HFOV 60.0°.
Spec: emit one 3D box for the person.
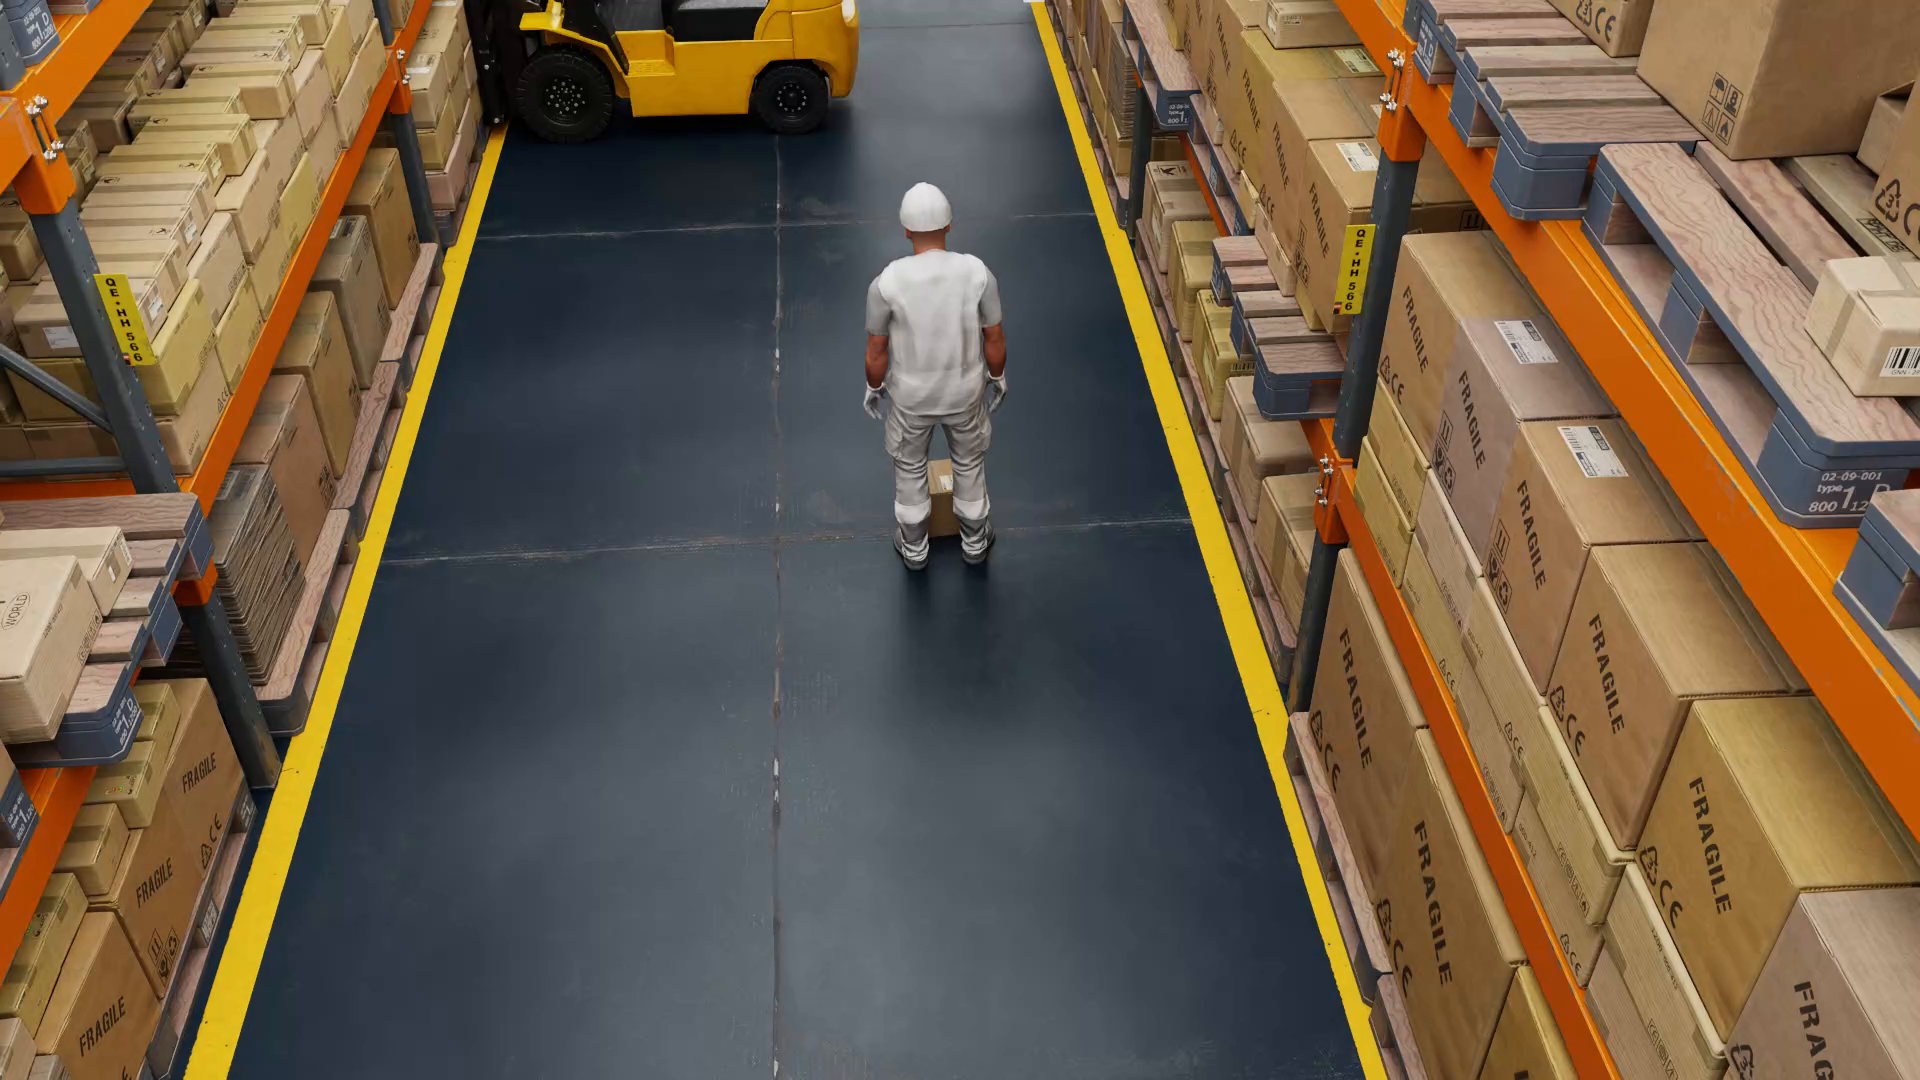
[{"bbox_3d":[-0.100,-0.637,6.936,0.609,1.779,0.449,-5,39,-6],"label":"person"}]
